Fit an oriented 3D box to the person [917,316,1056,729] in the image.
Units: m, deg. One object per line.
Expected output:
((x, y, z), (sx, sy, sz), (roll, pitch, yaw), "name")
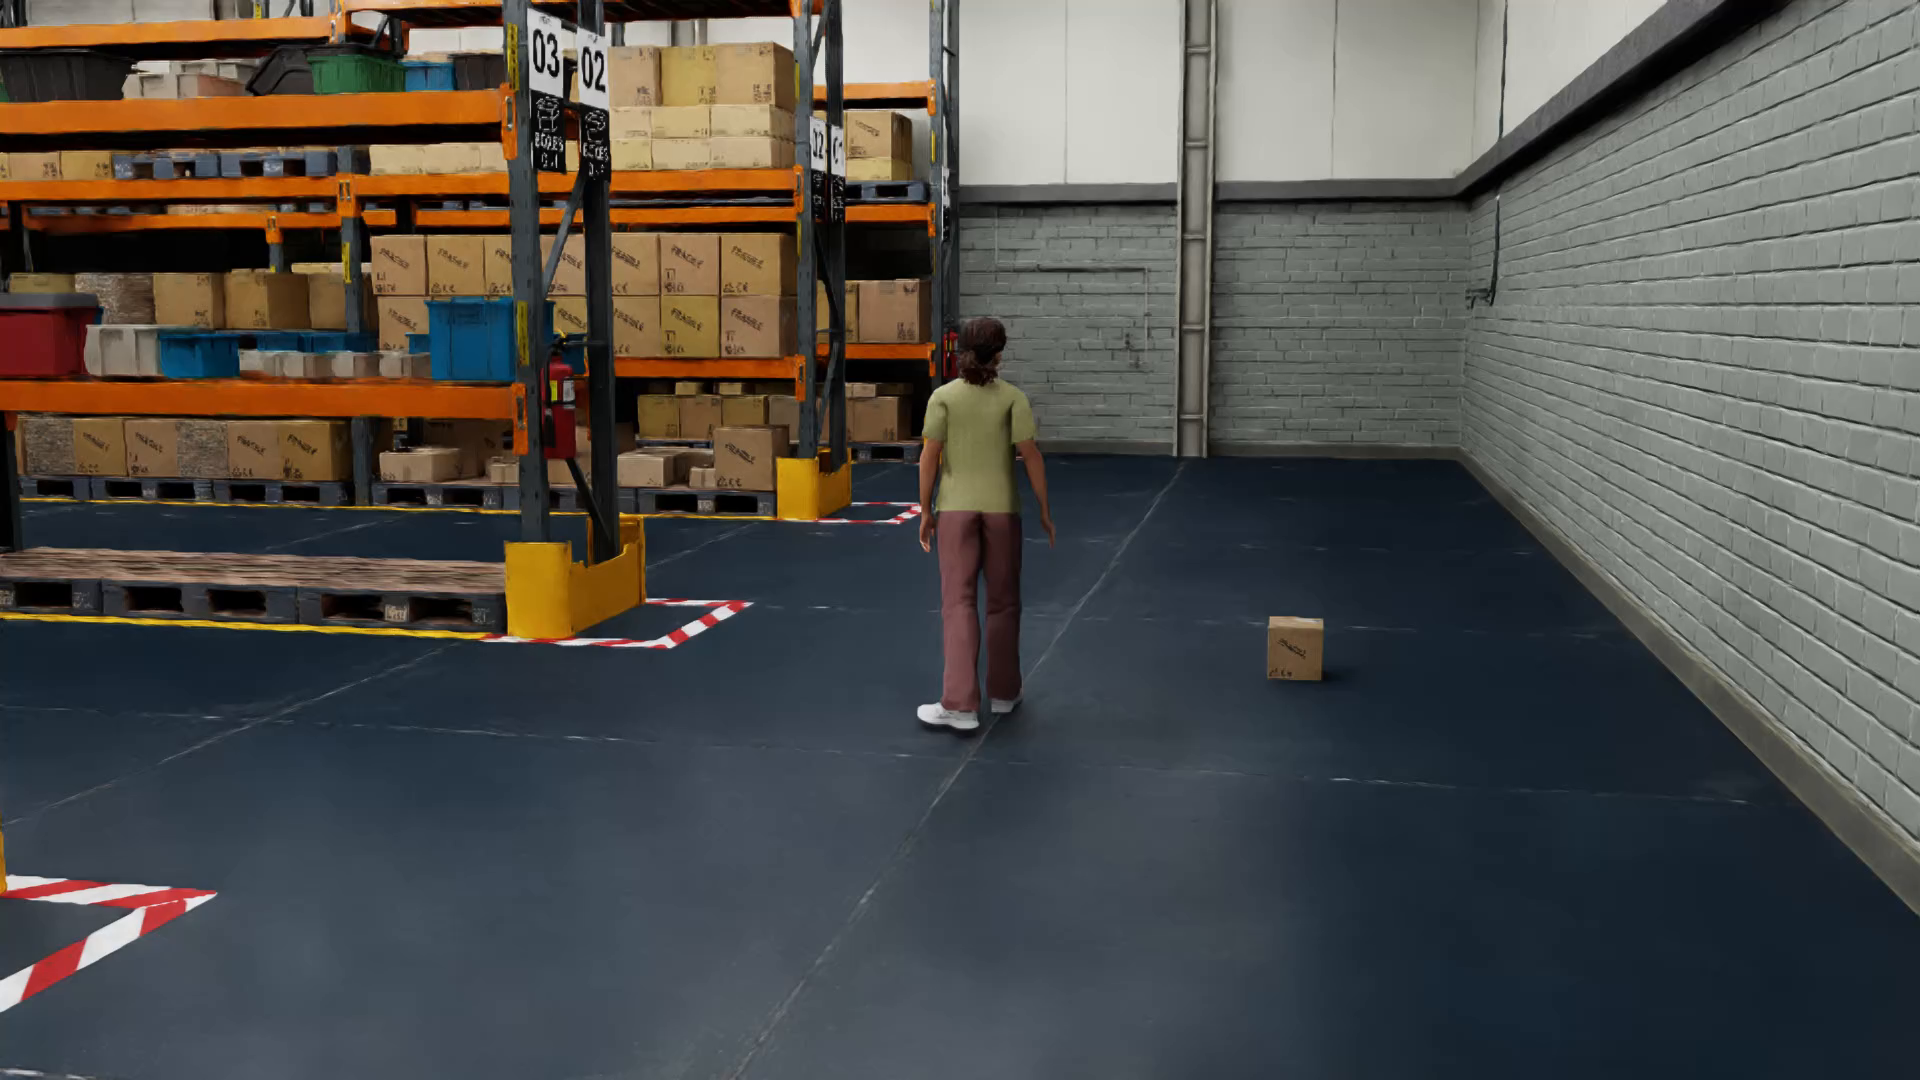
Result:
((0.101, -0.088, 6.875), (0.576, 1.665, 0.623), (-1, 8, -5), "person")
